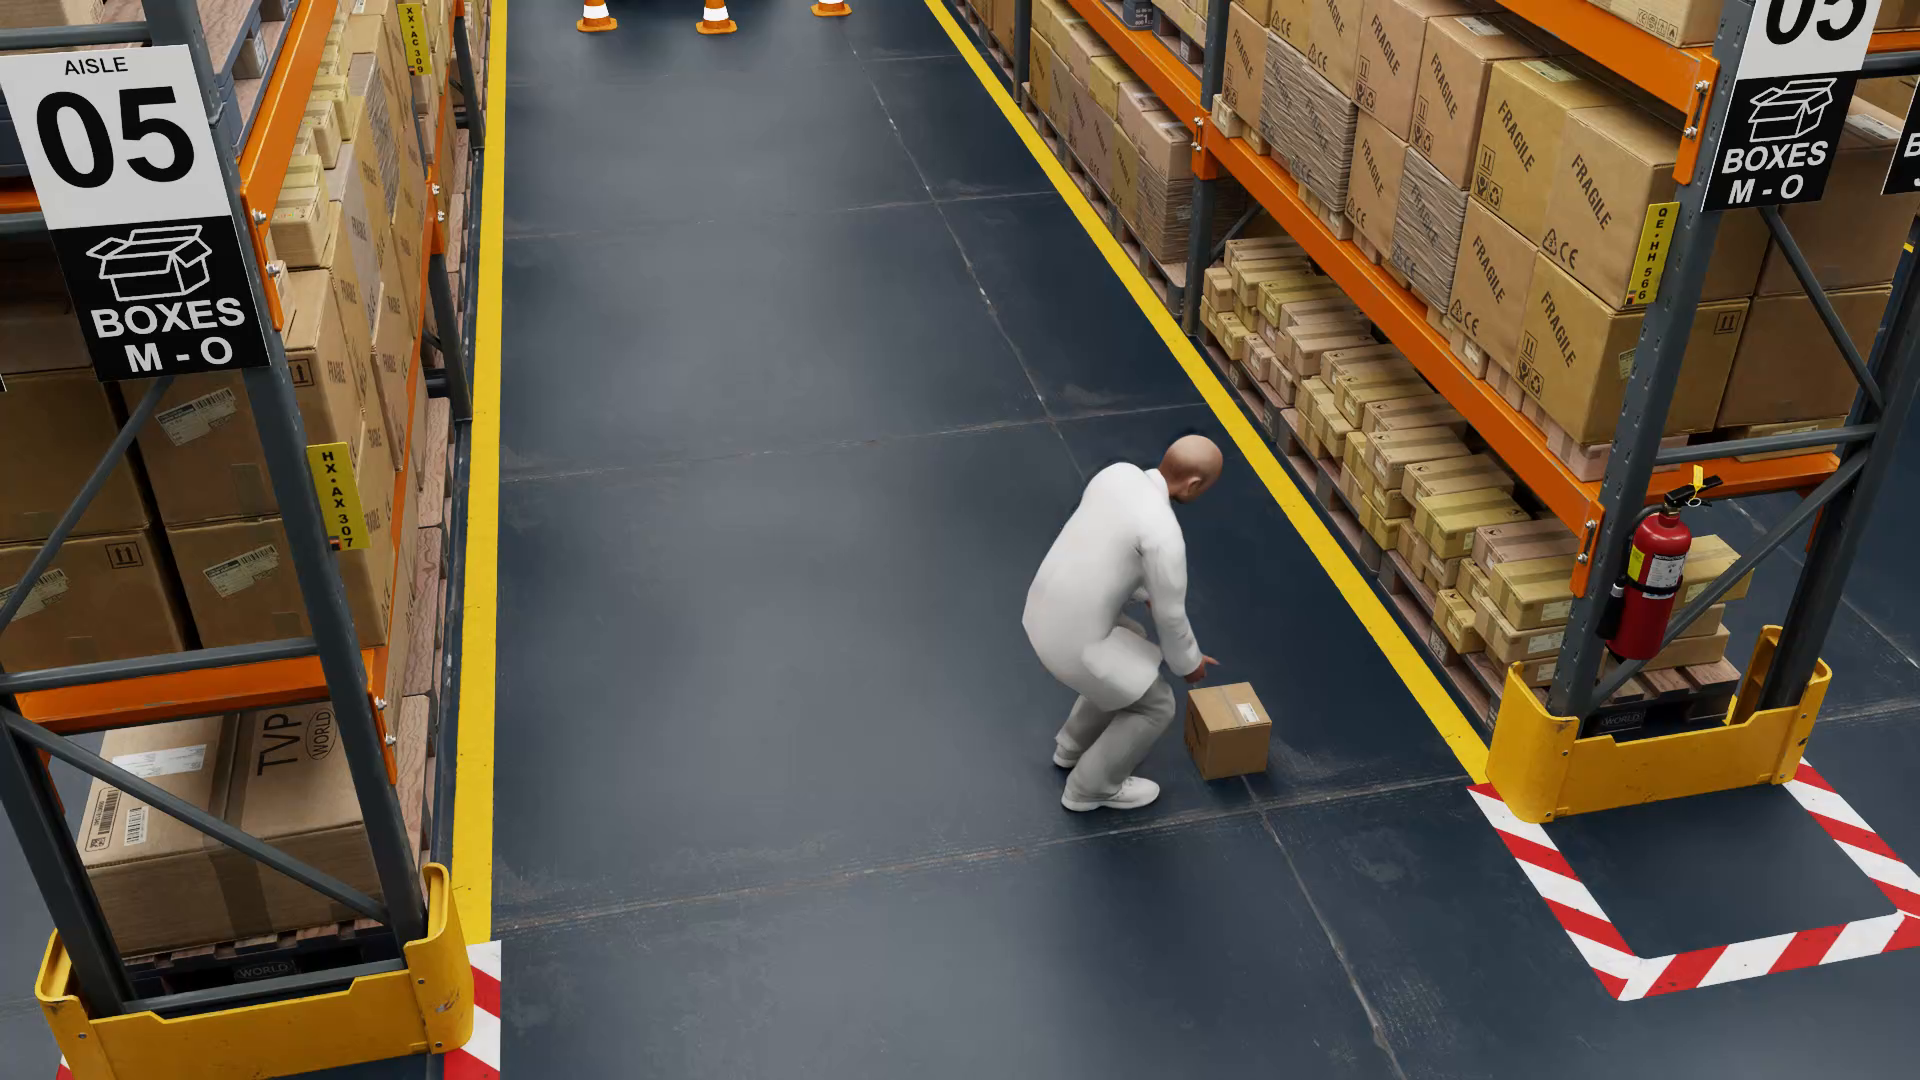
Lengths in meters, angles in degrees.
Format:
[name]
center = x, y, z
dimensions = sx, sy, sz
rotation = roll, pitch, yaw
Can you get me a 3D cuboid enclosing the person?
[person]
center = 4.798, -3.780, 12.088
dimensions = 12.121, 1.440, 13.060
rotation = -7, 35, -10
